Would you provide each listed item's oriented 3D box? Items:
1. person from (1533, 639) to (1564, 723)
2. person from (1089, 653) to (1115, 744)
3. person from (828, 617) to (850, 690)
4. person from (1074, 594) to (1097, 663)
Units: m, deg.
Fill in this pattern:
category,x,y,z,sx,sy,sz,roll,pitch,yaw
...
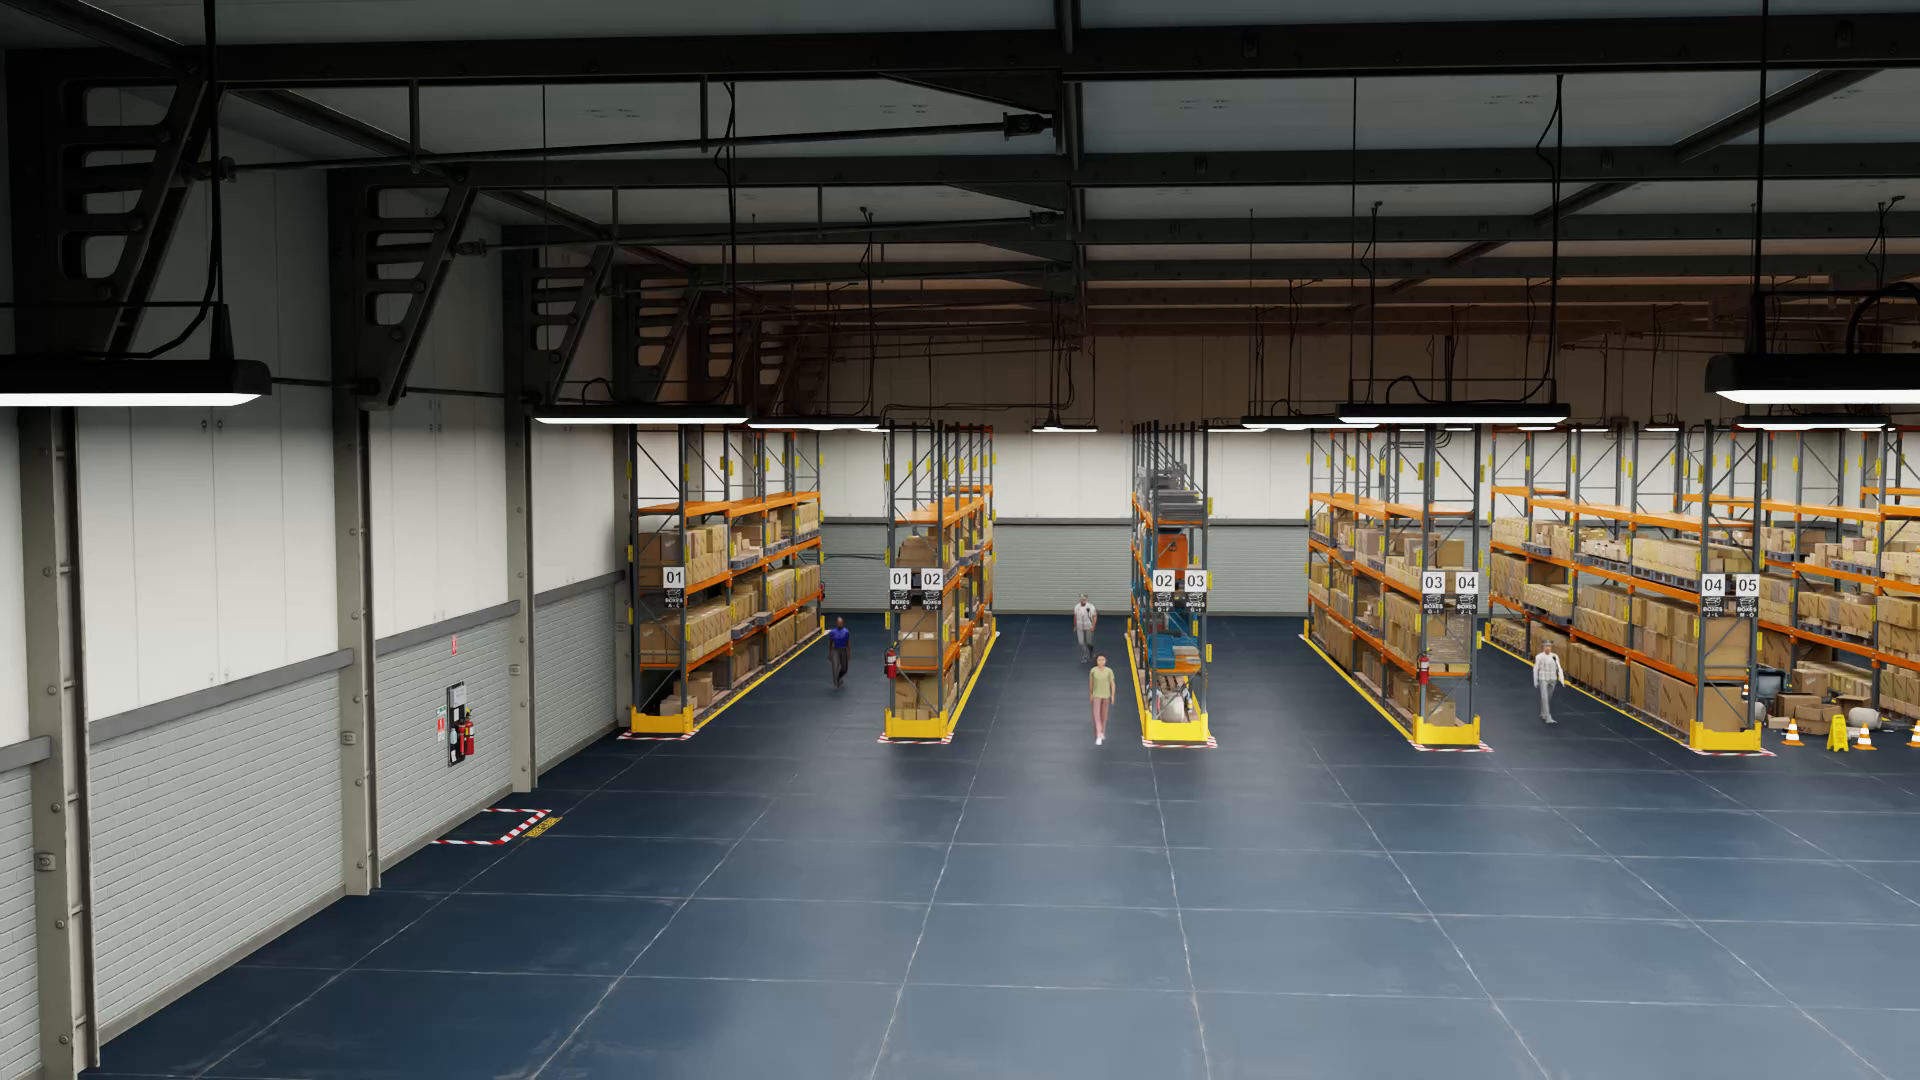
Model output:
category,x,y,z,sx,sy,sz,roll,pitch,yaw
person,11.708,2.788,33.020,0.512,1.637,0.970,0,4,-1
person,2.652,2.926,30.880,0.465,1.633,0.861,0,4,-2
person,-2.727,2.537,37.489,0.479,1.612,0.927,-1,4,-16
person,3.178,2.213,41.967,0.598,1.728,0.622,1,4,17
